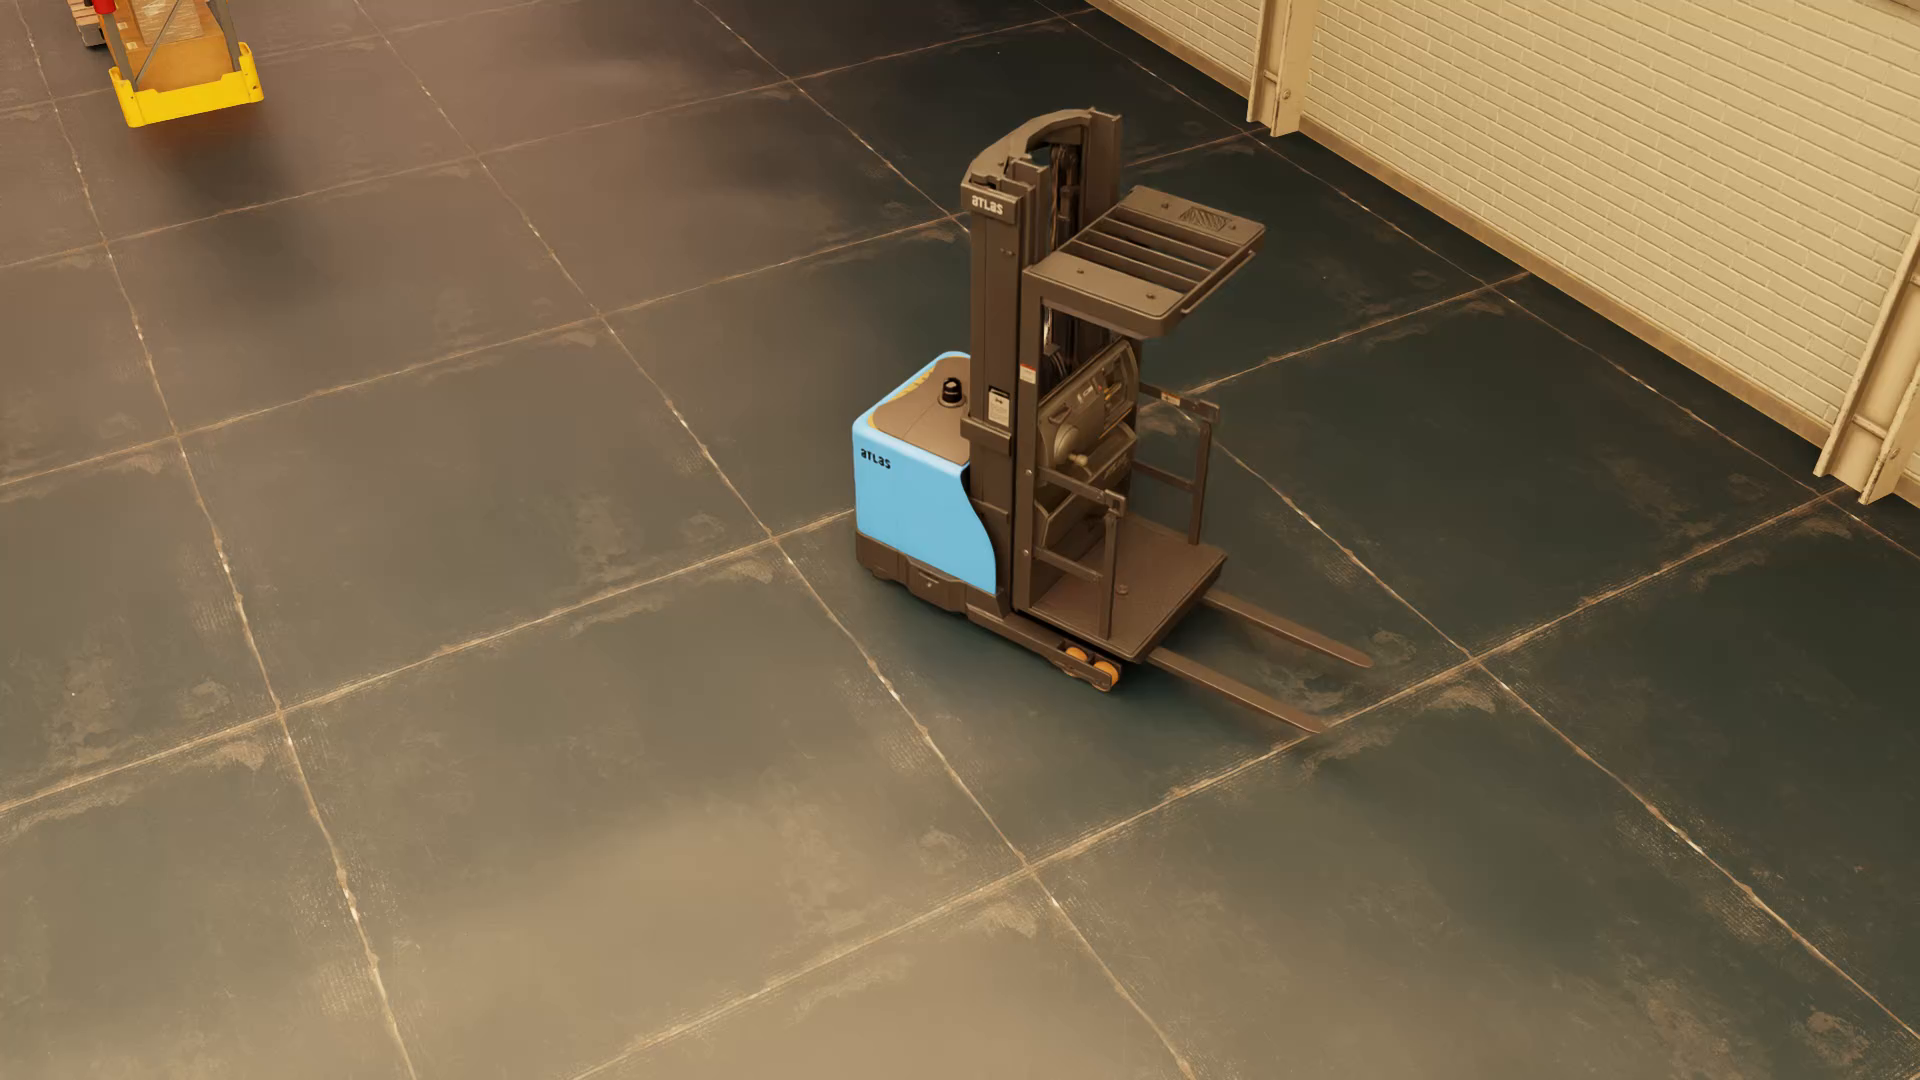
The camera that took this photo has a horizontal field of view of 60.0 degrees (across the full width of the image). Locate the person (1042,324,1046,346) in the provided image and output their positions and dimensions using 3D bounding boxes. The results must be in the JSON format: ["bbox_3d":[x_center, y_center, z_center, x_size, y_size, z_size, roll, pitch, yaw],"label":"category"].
[{"bbox_3d":[0.817,-0.895,10.326,1.278,1.443,0.824,-15,42,-17],"label":"person"}]

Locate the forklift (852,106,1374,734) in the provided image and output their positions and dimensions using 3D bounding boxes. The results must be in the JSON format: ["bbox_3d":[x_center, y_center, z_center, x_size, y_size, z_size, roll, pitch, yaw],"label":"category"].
[{"bbox_3d":[0.863,-0.672,8.846,3.031,2.935,1.130,25,46,27],"label":"forklift"}]
